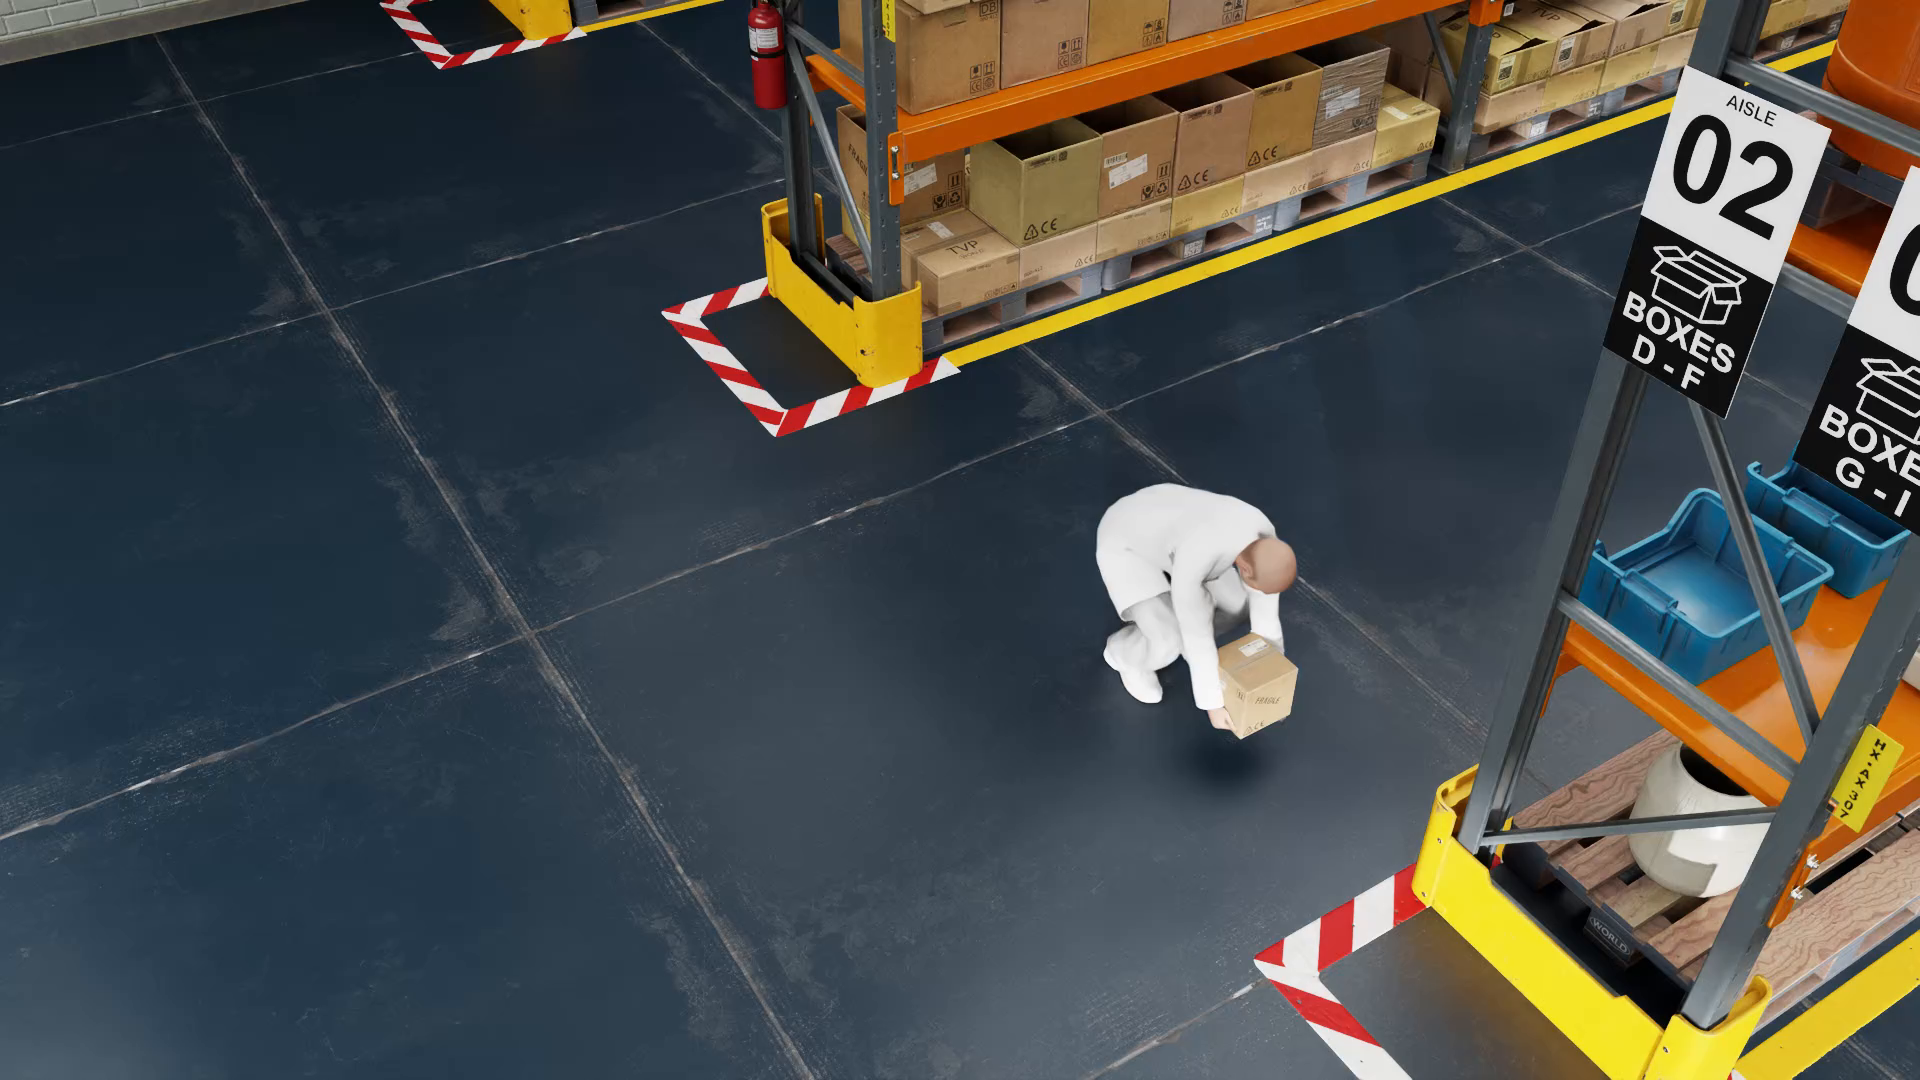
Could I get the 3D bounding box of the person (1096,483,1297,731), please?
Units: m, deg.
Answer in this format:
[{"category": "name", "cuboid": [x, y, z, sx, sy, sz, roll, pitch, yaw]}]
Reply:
[{"category": "person", "cuboid": [0.913, 0.226, 6.503, 0.589, 1.003, 0.942, -24, 46, -25]}]
